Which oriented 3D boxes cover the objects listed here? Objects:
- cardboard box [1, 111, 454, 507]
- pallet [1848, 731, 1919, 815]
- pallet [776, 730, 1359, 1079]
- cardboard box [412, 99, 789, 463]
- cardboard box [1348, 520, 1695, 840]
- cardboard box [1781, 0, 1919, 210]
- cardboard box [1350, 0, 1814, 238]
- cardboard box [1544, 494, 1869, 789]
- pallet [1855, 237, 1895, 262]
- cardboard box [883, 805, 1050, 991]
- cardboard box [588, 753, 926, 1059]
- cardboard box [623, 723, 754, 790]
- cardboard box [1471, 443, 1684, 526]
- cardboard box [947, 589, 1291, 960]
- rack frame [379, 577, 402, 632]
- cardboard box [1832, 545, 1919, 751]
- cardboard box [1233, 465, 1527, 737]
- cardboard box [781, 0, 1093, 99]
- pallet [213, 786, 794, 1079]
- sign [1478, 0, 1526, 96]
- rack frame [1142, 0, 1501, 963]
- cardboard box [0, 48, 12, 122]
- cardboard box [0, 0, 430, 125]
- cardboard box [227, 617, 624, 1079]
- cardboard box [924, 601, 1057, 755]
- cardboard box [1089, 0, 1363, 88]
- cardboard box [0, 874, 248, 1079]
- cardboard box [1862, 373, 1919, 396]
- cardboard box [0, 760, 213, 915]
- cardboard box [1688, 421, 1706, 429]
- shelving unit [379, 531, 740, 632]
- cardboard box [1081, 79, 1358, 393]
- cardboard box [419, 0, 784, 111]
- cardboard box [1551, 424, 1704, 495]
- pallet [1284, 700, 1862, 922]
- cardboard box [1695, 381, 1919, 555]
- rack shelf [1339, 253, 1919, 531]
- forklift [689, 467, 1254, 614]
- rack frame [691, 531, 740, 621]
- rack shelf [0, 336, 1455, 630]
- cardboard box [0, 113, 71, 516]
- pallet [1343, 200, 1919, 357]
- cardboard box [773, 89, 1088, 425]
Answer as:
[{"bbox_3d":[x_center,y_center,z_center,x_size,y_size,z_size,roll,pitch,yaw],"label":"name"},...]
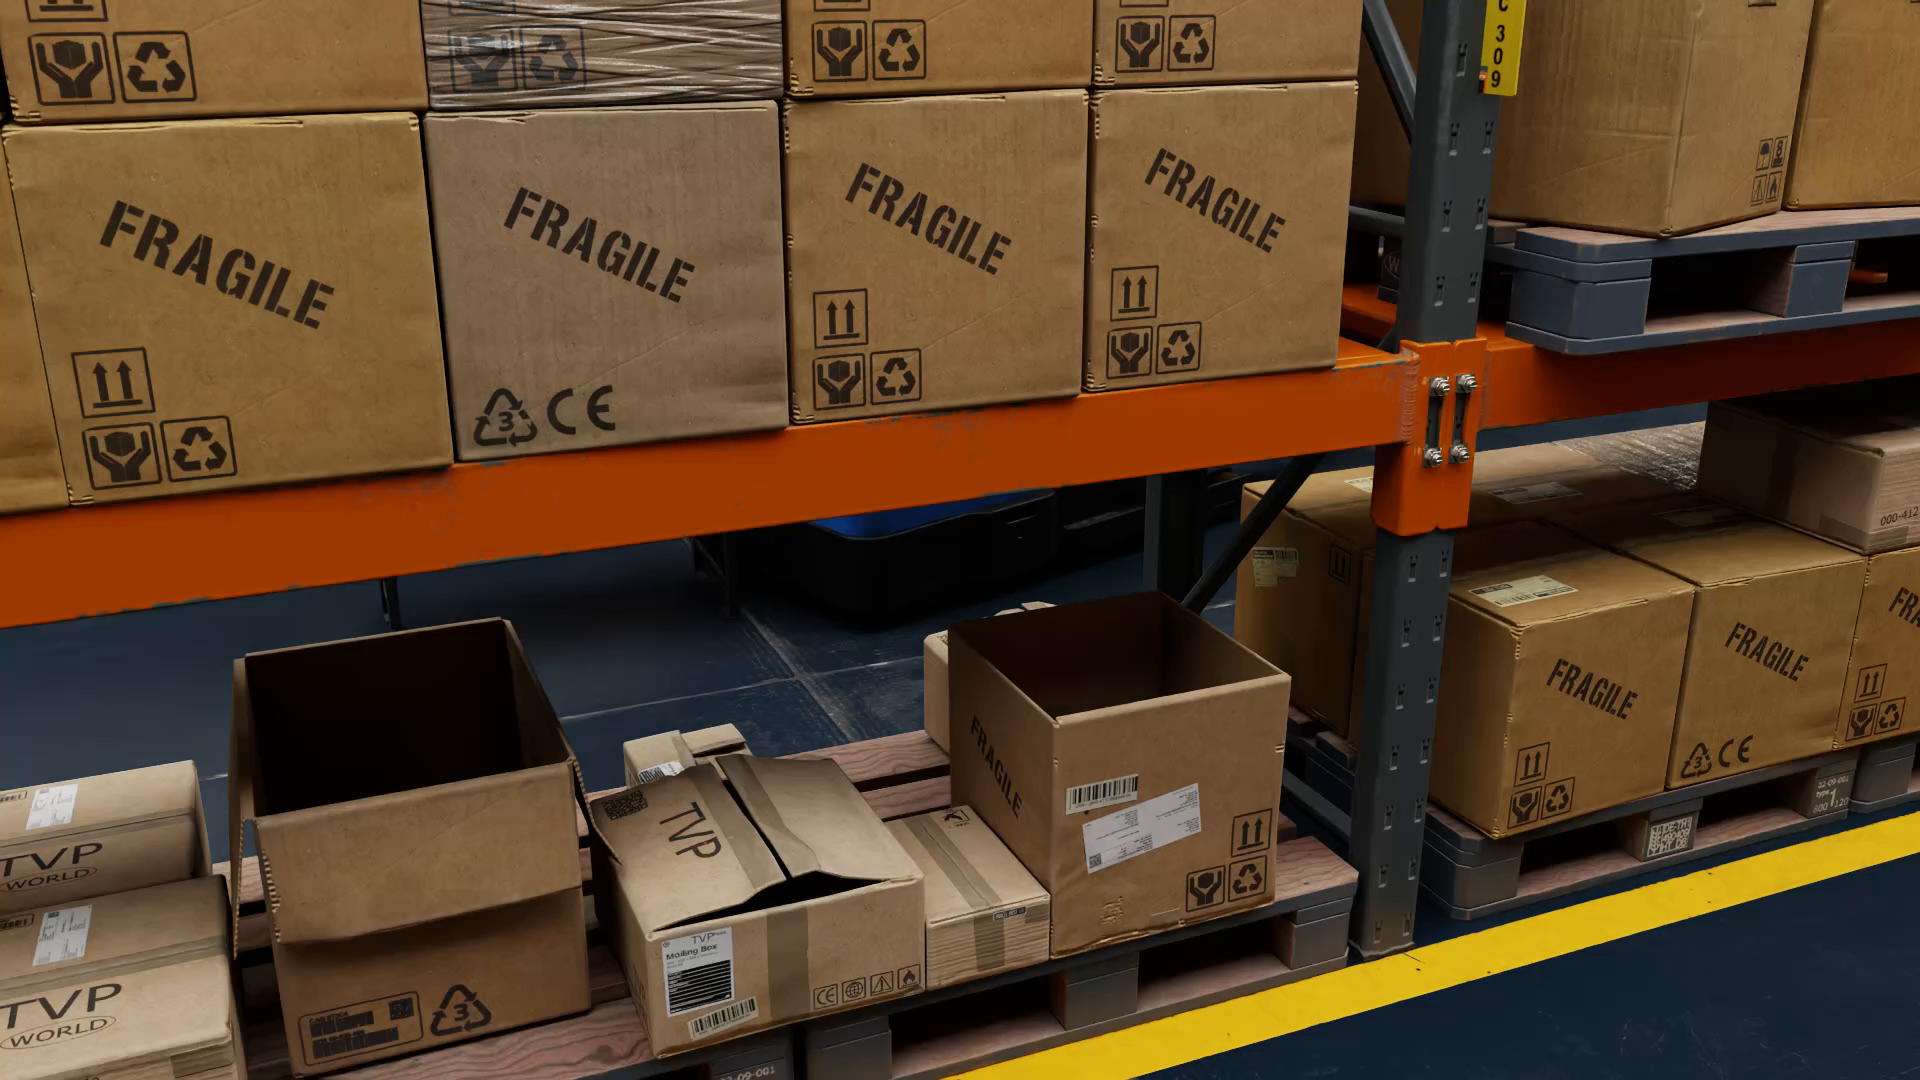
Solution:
[{"bbox_3d":[-1.057,-0.385,2.449,0.500,0.500,0.500,-8,21,-21],"label":"cardboard box"},{"bbox_3d":[2.565,0.349,4.714,1.213,0.211,1.003,-8,21,-22],"label":"pallet"},{"bbox_3d":[0.080,0.719,3.662,1.213,0.211,1.003,-8,21,-22],"label":"pallet"},{"bbox_3d":[-0.590,-0.453,2.641,0.500,0.500,0.500,-8,21,-21],"label":"cardboard box"},{"bbox_3d":[1.252,0.296,3.767,0.500,0.500,0.500,-9,21,-24],"label":"cardboard box"},{"bbox_3d":[1.841,-1.035,3.664,0.500,0.500,0.700,-5,20,-13],"label":"cardboard box"},{"bbox_3d":[1.235,-0.926,3.352,0.500,0.500,0.700,-17,26,-40],"label":"cardboard box"},{"bbox_3d":[1.737,0.222,3.975,0.500,0.500,0.500,-8,21,-21],"label":"cardboard box"},{"bbox_3d":[2.600,-0.865,4.251,1.213,0.211,1.003,-8,21,-22],"label":"pallet"},{"bbox_3d":[-0.020,0.680,3.205,0.250,0.149,0.380,-8,21,-22],"label":"cardboard box"},{"bbox_3d":[-0.388,0.635,3.090,0.500,0.311,0.500,-8,21,-22],"label":"cardboard box"},{"bbox_3d":[-0.550,0.549,3.551,0.250,0.166,0.380,-8,21,-22],"label":"cardboard box"},{"bbox_3d":[1.508,0.070,4.407,0.500,0.500,0.500,-8,21,-22],"label":"cardboard box"},{"bbox_3d":[0.300,0.447,3.338,0.500,0.500,0.500,-8,21,-22],"label":"cardboard box"},{"bbox_3d":[-1.752,-0.400,4.901,0.032,1.500,0.500,-8,21,-21],"label":"rack frame"},{"bbox_3d":[2.199,0.159,4.156,0.500,0.500,0.500,-8,21,-21],"label":"cardboard box"},{"bbox_3d":[1.051,0.133,4.229,0.500,0.500,0.500,-8,21,-22],"label":"cardboard box"},{"bbox_3d":[-0.120,-0.991,2.665,0.500,0.500,0.500,-9,21,-23],"label":"cardboard box"},{"bbox_3d":[-1.042,0.881,3.203,1.213,0.211,1.003,-8,21,-22],"label":"pallet"},{"bbox_3d":[0.933,-0.930,2.844,0.005,0.325,0.100,-8,21,-22],"label":"sign"},{"bbox_3d":[0.711,-0.686,3.455,0.127,3.000,1.000,-8,21,-22],"label":"rack frame"},{"bbox_3d":[-1.512,-0.792,2.100,0.500,0.500,0.500,-8,21,-21],"label":"cardboard box"},{"bbox_3d":[-1.045,-0.859,2.290,0.500,0.500,0.500,-8,21,-22],"label":"cardboard box"},{"bbox_3d":[-1.012,0.532,3.090,0.637,0.503,0.797,-8,21,-22],"label":"cardboard box"},{"bbox_3d":[0.240,0.364,3.859,0.500,0.311,0.500,-8,21,-22],"label":"cardboard box"},{"bbox_3d":[0.349,-1.060,2.859,0.500,0.500,0.500,-8,21,-22],"label":"cardboard box"},{"bbox_3d":[-1.432,0.813,2.675,0.500,0.250,0.500,-8,21,-22],"label":"cardboard box"},{"bbox_3d":[2.630,-0.256,4.204,0.500,0.250,0.500,-9,21,-23],"label":"cardboard box"},{"bbox_3d":[-1.676,0.667,3.089,0.500,0.250,0.500,-8,21,-22],"label":"cardboard box"},{"bbox_3d":[2.435,-0.063,4.786,0.500,0.500,0.500,-9,21,-24],"label":"cardboard box"},{"bbox_3d":[-1.281,-0.464,5.083,1.048,1.500,0.538,-8,21,-21],"label":"shelving unit"},{"bbox_3d":[0.354,-0.589,3.029,0.500,0.500,0.500,-8,21,-21],"label":"cardboard box"},{"bbox_3d":[-0.583,-0.925,2.477,0.500,0.500,0.500,-8,21,-21],"label":"cardboard box"},{"bbox_3d":[1.969,0.005,4.594,0.500,0.500,0.500,-8,21,-21],"label":"cardboard box"},{"bbox_3d":[1.443,0.510,4.255,1.213,0.211,1.003,-8,21,-22],"label":"pallet"},{"bbox_3d":[2.170,-0.189,4.016,0.500,0.250,0.500,-8,21,-22],"label":"cardboard box"},{"bbox_3d":[2.547,-0.610,4.322,4.000,0.370,1.077,-8,21,-22],"label":"rack shelf"},{"bbox_3d":[0.473,-1.542,5.990,3.031,2.935,1.130,-17,25,-39],"label":"forklift"},{"bbox_3d":[-0.811,-0.529,5.265,0.032,1.500,0.500,-8,21,-21],"label":"rack frame"},{"bbox_3d":[-1.125,-0.084,2.827,4.000,0.370,1.077,-8,21,-22],"label":"rack shelf"},{"bbox_3d":[-1.516,-0.320,2.264,0.500,0.500,0.500,-8,21,-22],"label":"cardboard box"},{"bbox_3d":[1.488,-0.668,3.691,1.213,0.211,1.003,-8,21,-22],"label":"pallet"},{"bbox_3d":[-0.119,-0.521,2.835,0.500,0.500,0.500,-8,21,-20],"label":"cardboard box"}]
